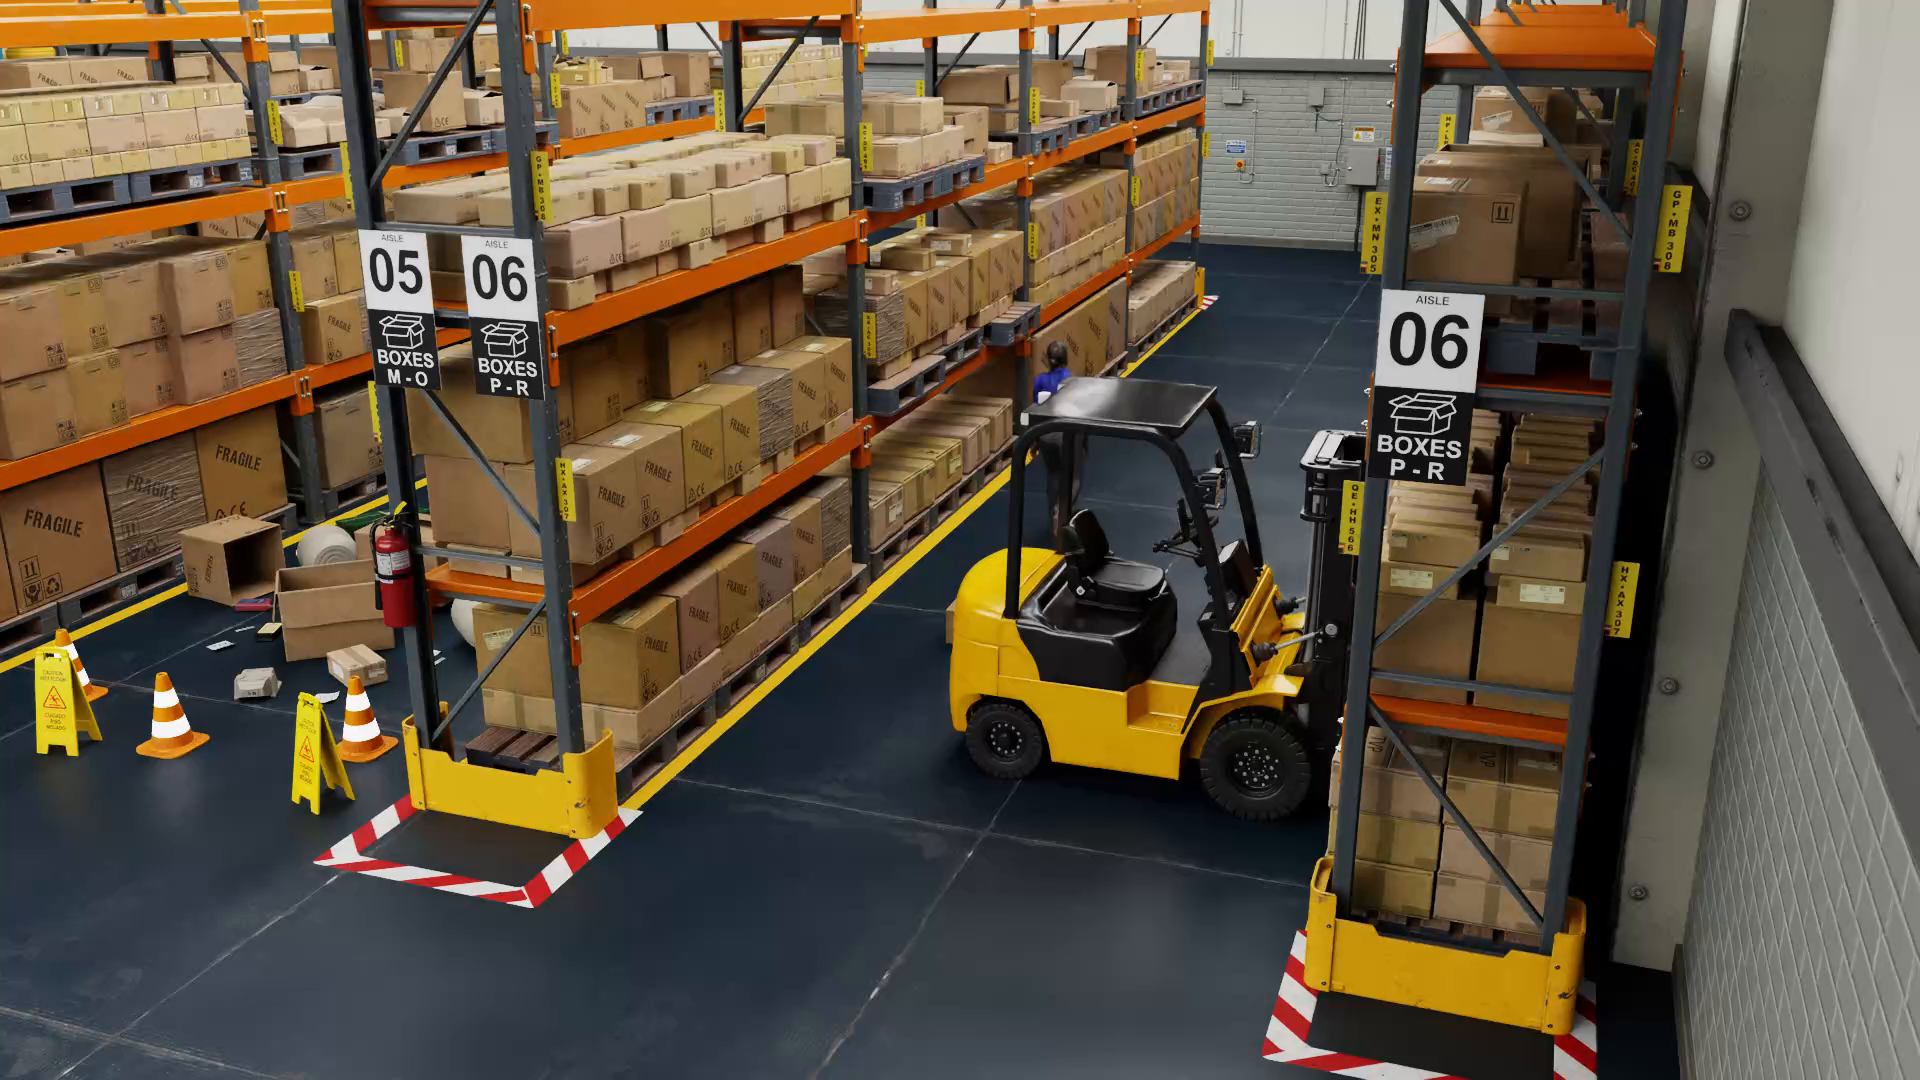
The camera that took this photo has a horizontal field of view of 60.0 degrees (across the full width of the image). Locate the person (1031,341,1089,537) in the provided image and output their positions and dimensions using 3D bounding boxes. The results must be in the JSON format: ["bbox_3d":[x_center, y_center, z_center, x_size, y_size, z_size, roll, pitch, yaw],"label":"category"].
[{"bbox_3d":[0.808,-0.816,13.441,0.462,1.612,0.813,7,20,19],"label":"person"}]
